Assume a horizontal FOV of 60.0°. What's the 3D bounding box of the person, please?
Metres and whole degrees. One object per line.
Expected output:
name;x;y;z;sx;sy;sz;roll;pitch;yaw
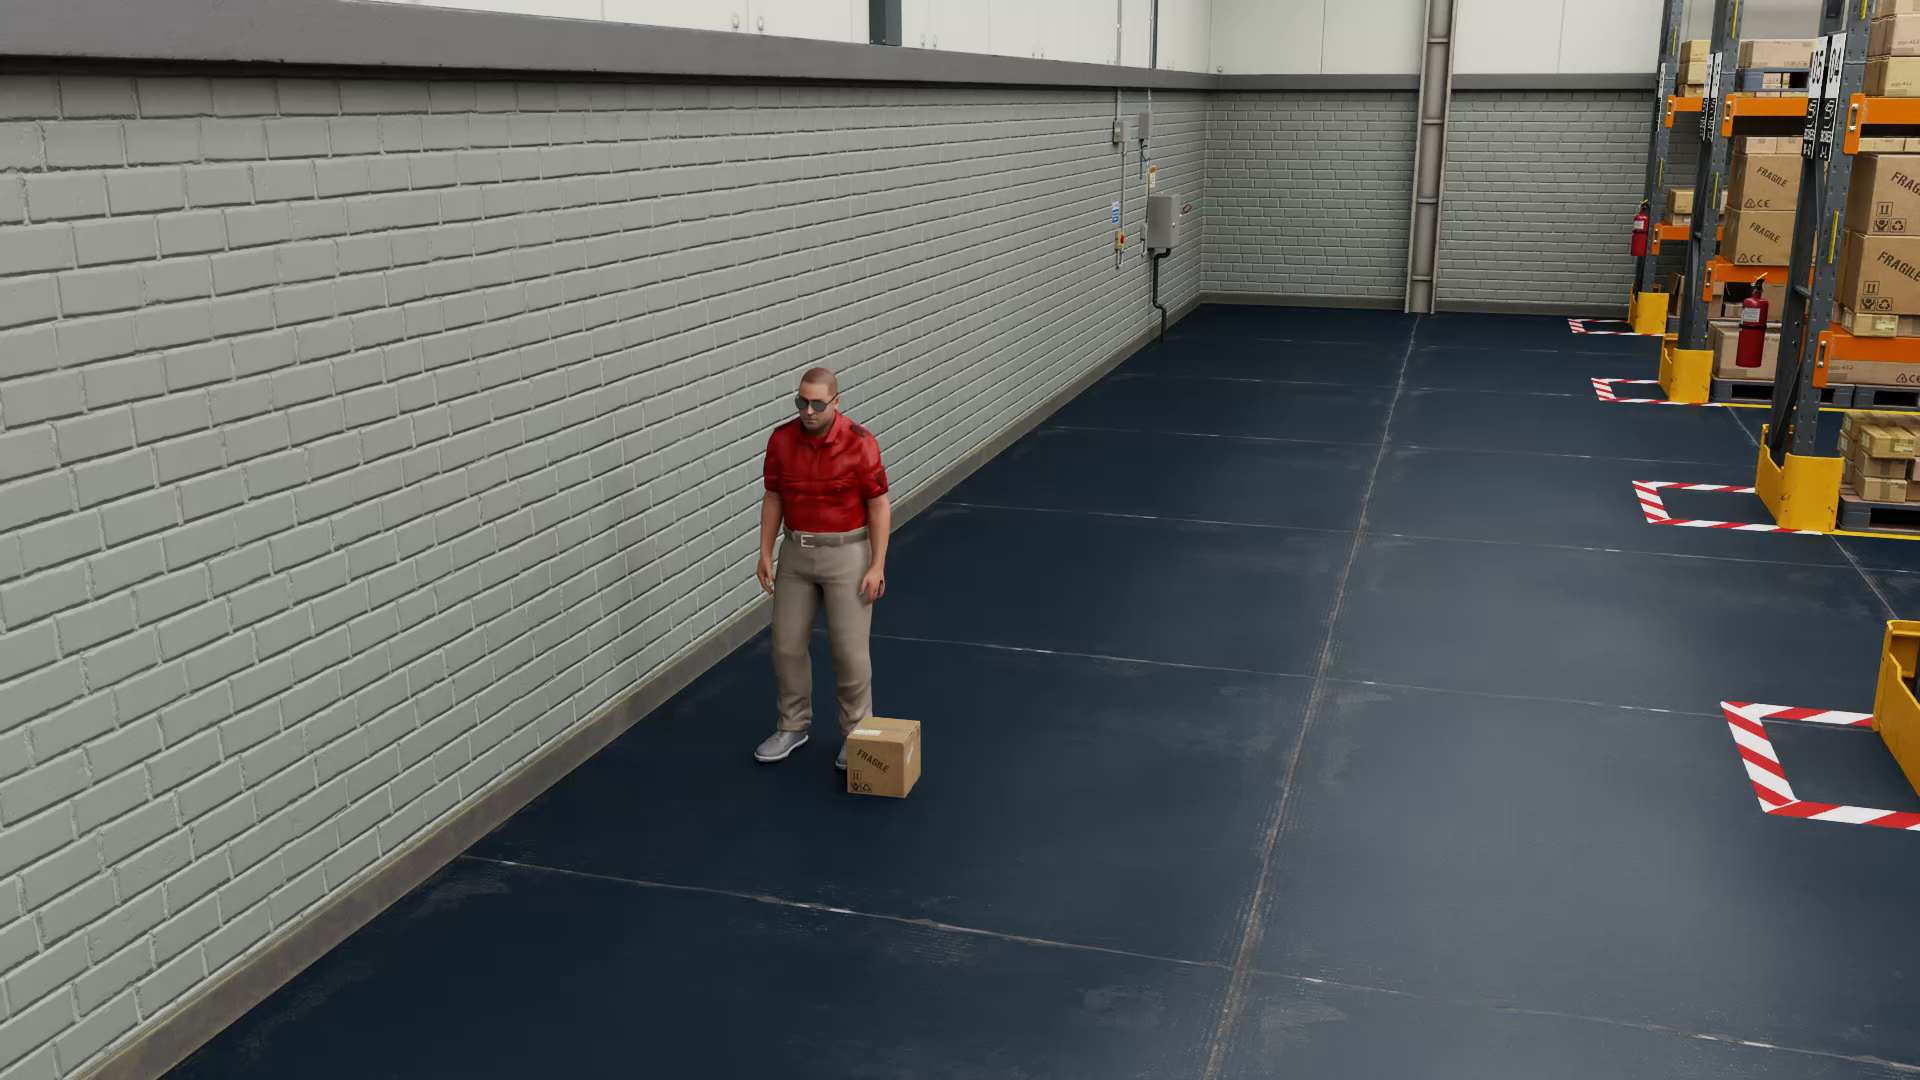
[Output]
person;-0.590;0.111;7.129;0.585;1.726;0.396;4;16;16
